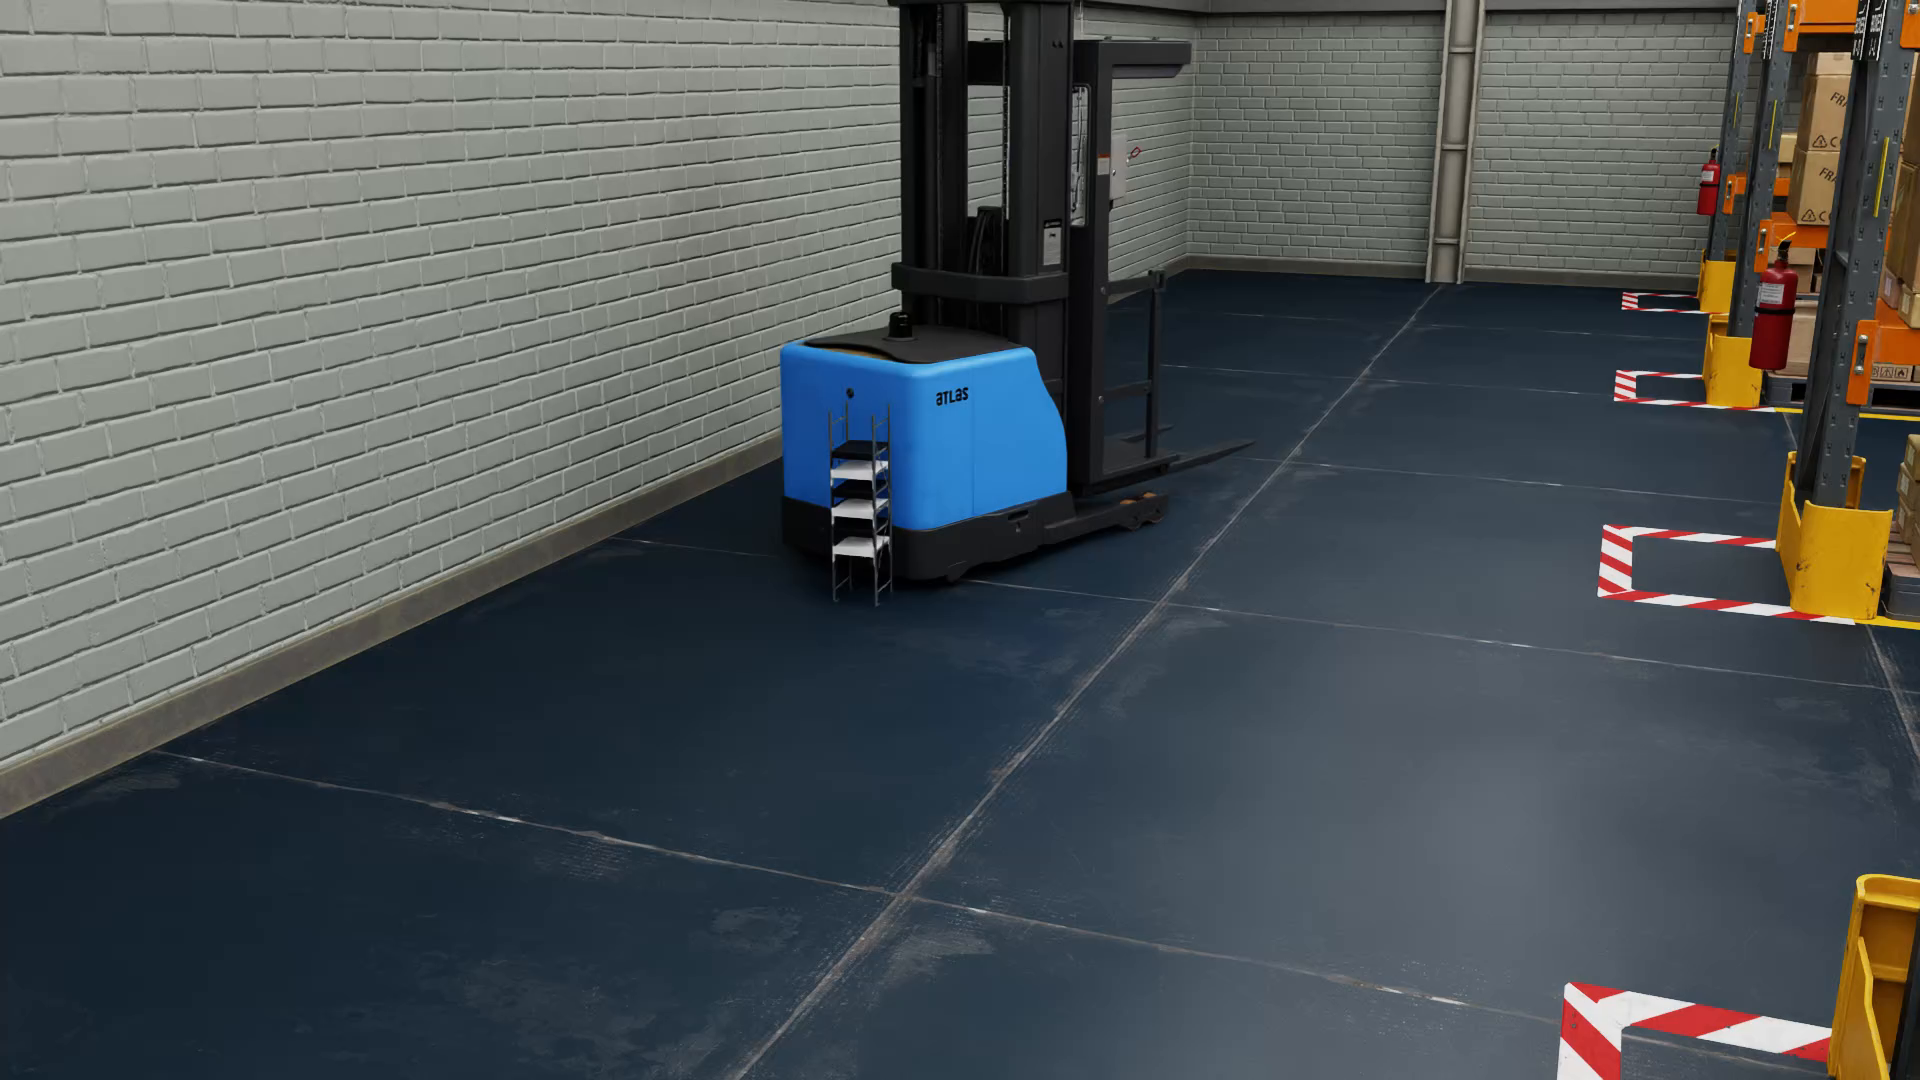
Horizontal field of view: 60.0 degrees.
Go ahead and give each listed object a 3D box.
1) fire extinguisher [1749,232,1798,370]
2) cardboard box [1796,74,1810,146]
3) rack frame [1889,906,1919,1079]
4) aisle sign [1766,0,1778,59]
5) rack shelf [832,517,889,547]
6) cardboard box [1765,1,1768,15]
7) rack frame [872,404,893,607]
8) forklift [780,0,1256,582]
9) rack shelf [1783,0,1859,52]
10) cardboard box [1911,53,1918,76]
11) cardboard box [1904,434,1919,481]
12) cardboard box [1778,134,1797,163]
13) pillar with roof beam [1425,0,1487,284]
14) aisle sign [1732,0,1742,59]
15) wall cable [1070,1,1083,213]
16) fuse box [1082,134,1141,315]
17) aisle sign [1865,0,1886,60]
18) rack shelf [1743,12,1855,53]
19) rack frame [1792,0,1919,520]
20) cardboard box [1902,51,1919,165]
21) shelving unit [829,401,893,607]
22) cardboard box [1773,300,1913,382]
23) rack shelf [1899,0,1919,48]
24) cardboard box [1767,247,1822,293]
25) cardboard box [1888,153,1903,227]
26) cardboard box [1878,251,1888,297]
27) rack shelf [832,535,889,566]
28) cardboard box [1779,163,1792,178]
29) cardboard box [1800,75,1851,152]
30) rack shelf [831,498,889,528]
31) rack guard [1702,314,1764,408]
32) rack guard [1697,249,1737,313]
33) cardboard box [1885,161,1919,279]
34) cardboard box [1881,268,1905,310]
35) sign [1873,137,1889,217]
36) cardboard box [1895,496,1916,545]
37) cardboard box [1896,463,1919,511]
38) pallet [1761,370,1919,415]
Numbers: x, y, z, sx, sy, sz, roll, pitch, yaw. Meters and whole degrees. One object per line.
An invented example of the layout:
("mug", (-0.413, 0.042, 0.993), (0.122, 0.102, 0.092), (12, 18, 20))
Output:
("fire extinguisher", (4.013, -1.183, 8.174), (0.183, 0.674, 0.296), (6, 17, 21))
("cardboard box", (6.336, -3.088, 11.958), (0.500, 0.500, 0.500), (7, 18, 22))
("rack frame", (2.164, 0.023, 3.215), (0.127, 3.000, 1.000), (6, 17, 21))
("aisle sign", (5.627, -3.728, 11.472), (0.004, 0.787, 0.394), (6, 17, 21))
("rack shelf", (-0.452, -0.047, 7.662), (0.200, 0.077, 0.258), (5, 17, 16))
("cardboard box", (8.000, -5.182, 16.215), (0.250, 0.149, 0.380), (7, 18, 22))
("rack frame", (-0.355, -0.157, 7.600), (0.006, 0.900, 0.240), (5, 17, 16))
("forklift", (0.482, -1.545, 8.737), (1.130, 2.935, 3.031), (15, 22, 42))
("rack shelf", (7.661, -3.438, 11.046), (4.000, 0.370, 1.077), (6, 17, 21))
("cardboard box", (6.498, -3.214, 11.229), (0.250, 0.149, 0.380), (7, 18, 22))
("cardboard box", (4.663, -0.383, 7.906), (0.250, 0.149, 0.380), (6, 17, 21))
("cardboard box", (7.941, -3.790, 16.083), (0.500, 0.250, 0.500), (6, 17, 21))
("pillar with roof beam", (3.861, -6.109, 13.577), (0.400, 9.000, 9.100), (6, 17, 21))
("aisle sign", (7.447, -5.014, 15.903), (0.004, 0.787, 0.394), (6, 17, 21))
("wall cable", (1.056, -3.975, 15.164), (0.122, 1.984, 0.588), (6, 17, 21))
("fuse box", (1.453, -3.029, 16.039), (0.414, 1.711, 0.539), (6, 17, 21))
("aisle sign", (3.900, -2.431, 7.006), (0.004, 0.787, 0.394), (6, 17, 21))
("rack shelf", (9.478, -4.726, 15.481), (4.000, 0.370, 1.077), (6, 17, 21))
("rack frame", (4.078, -1.253, 7.610), (0.127, 3.000, 1.000), (6, 17, 21))
("cardboard box", (4.595, -1.942, 7.477), (0.500, 0.500, 0.500), (6, 17, 19))
("shelving unit", (-0.452, -0.165, 7.628), (0.210, 0.900, 0.258), (5, 17, 16))
("cardboard box", (6.451, -1.477, 12.224), (0.875, 0.438, 0.875), (6, 17, 19))
("rack shelf", (5.938, -2.144, 6.588), (4.000, 0.370, 1.077), (6, 17, 21))
("cardboard box", (8.152, -2.751, 16.493), (0.637, 0.503, 0.797), (6, 17, 18))
("cardboard box", (6.622, -2.427, 11.475), (0.500, 0.500, 0.500), (6, 17, 20))
("cardboard box", (8.933, -2.652, 16.158), (0.500, 0.500, 0.700), (7, 18, 23))
("rack shelf", (-0.452, 0.039, 7.688), (0.200, 0.077, 0.258), (5, 17, 16))
("cardboard box", (8.077, -3.596, 16.130), (0.250, 0.149, 0.380), (7, 18, 22))
("cardboard box", (6.142, -2.953, 11.491), (0.500, 0.500, 0.500), (6, 17, 19))
("rack shelf", (-0.452, -0.133, 7.637), (0.200, 0.077, 0.258), (5, 17, 16))
("rack guard", (5.778, -1.349, 12.425), (0.348, 0.500, 1.175), (6, 17, 21))
("rack guard", (7.689, -2.627, 16.826), (0.348, 0.500, 1.175), (6, 17, 21))
("cardboard box", (4.590, -1.465, 7.627), (0.500, 0.500, 0.500), (7, 17, 22))
("cardboard box", (4.485, -1.173, 7.783), (0.250, 0.149, 0.380), (6, 17, 21))
("sign", (3.879, -1.528, 7.005), (0.005, 0.325, 0.100), (6, 17, 21))
("cardboard box", (4.644, -0.086, 7.950), (0.250, 0.149, 0.380), (7, 17, 22))
("cardboard box", (4.674, -0.249, 7.977), (0.250, 0.149, 0.380), (6, 17, 19))
("pallet", (6.573, -1.147, 12.245), (1.213, 0.211, 1.003), (6, 17, 21))
